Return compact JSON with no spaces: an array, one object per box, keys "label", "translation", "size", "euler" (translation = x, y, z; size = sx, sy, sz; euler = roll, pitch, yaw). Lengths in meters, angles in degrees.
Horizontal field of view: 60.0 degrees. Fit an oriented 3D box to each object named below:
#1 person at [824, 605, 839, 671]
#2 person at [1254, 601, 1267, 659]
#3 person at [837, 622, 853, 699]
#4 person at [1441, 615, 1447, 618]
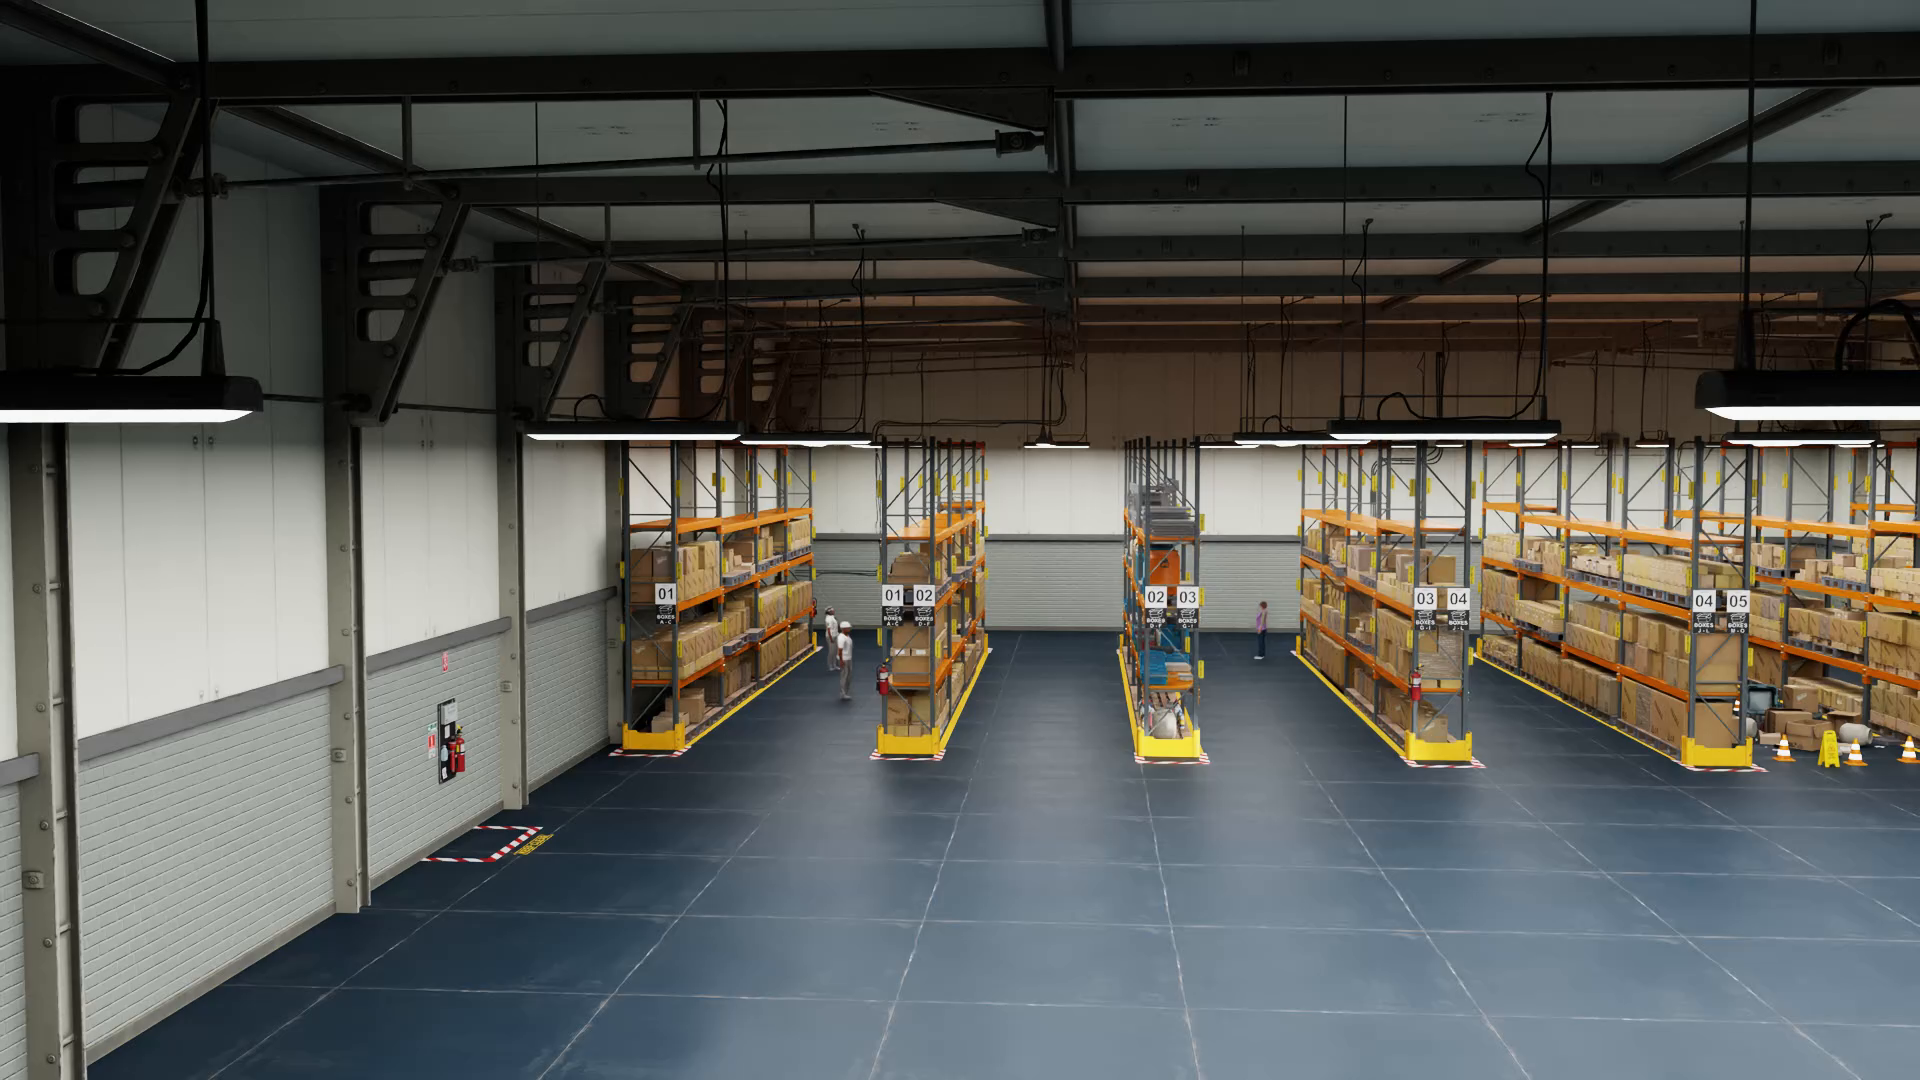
[{"label":"person","translation":[-3.355,2.592,43.623],"size":[0.419,1.754,0.557],"euler":[1,3,21]},{"label":"person","translation":[8.275,2.482,45.807],"size":[0.370,1.607,0.427],"euler":[1,3,18]},{"label":"person","translation":[-2.660,2.817,38.584],"size":[0.377,1.849,0.648],"euler":[1,3,13]},{"label":"person","translation":[13.711,2.352,47.105],"size":[0.539,1.727,1.035],"euler":[2,4,31]}]
